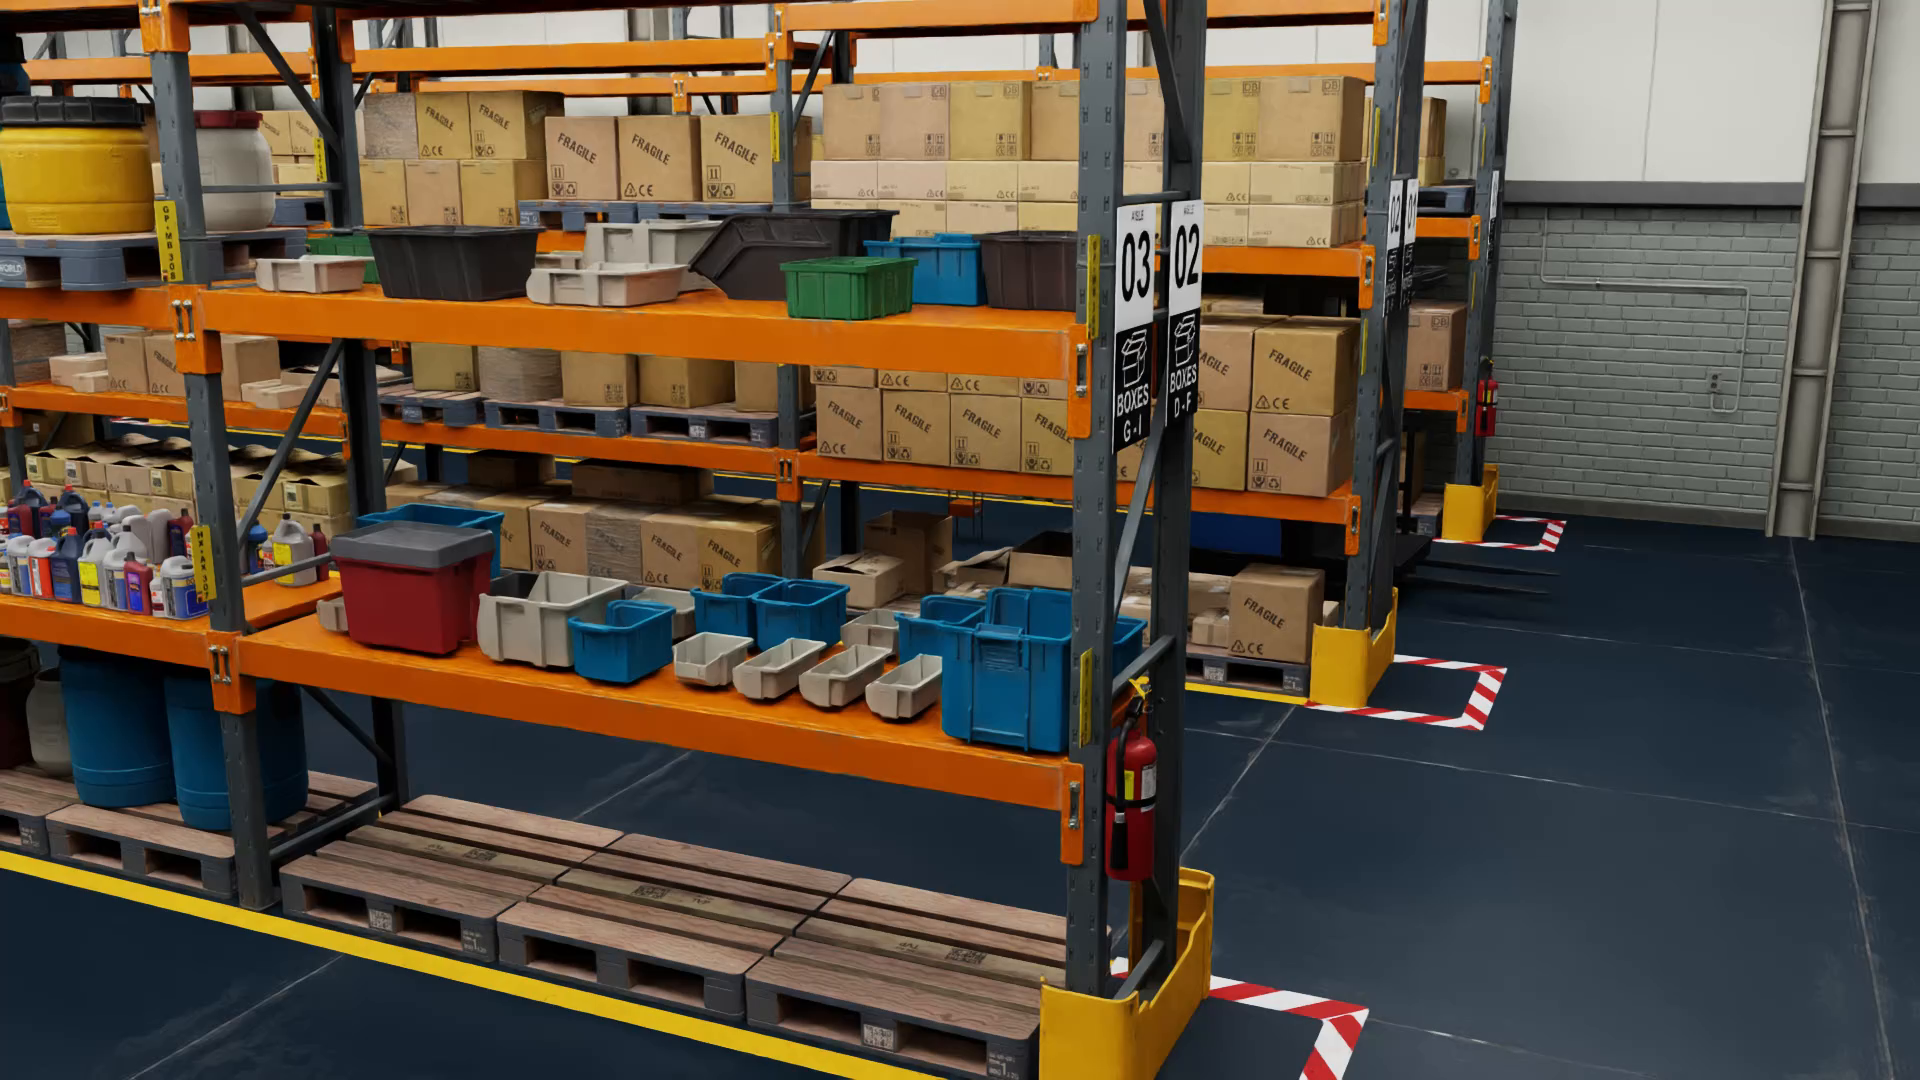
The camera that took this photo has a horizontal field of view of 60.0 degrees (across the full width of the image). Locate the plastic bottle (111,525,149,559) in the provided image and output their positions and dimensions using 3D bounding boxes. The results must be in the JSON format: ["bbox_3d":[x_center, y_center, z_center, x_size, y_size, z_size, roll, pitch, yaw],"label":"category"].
[{"bbox_3d":[-3.942,0.100,7.871,0.185,0.351,0.144,6,14,23],"label":"plastic bottle"}]

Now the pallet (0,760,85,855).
[{"bbox_3d":[-4.835,1.288,8.806,1.213,0.211,1.003,6,14,23],"label":"pallet"}]

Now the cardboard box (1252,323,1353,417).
[{"bbox_3d":[2.121,-1.061,10.301,0.500,0.500,0.500,6,14,23],"label":"cardboard box"}]

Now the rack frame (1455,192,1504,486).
[{"bbox_3d":[4.643,-1.576,14.907,0.127,3.000,1.000,6,14,23],"label":"rack frame"}]

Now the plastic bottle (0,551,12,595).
[{"bbox_3d":[-4.554,0.153,7.974,0.097,0.201,0.097,0,13,0],"label":"plastic bottle"}]

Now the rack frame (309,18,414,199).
[{"bbox_3d":[-4.675,-4.202,12.965,0.127,3.000,1.000,6,14,23],"label":"rack frame"}]

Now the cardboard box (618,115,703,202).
[{"bbox_3d":[-2.068,-2.793,12.167,0.600,0.600,0.600,6,14,23],"label":"cardboard box"}]

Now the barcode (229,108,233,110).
[{"bbox_3d":[-9.134,-5.384,20.845,0.075,0.075,0.001,6,14,23],"label":"barcode"}]

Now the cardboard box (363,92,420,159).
[{"bbox_3d":[-4.278,-3.236,13.005,0.500,0.500,0.500,6,14,23],"label":"cardboard box"}]

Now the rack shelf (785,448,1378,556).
[{"bbox_3d":[0.811,-0.376,11.367,4.000,0.370,1.077,6,14,23],"label":"rack shelf"}]

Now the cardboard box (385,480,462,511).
[{"bbox_3d":[-4.374,-0.177,13.452,0.500,0.500,0.500,6,15,26],"label":"cardboard box"}]

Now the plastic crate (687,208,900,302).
[{"bbox_3d":[-0.656,-1.136,6.600,0.767,0.338,0.504,6,14,23],"label":"plastic crate"}]

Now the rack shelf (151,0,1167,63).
[{"bbox_3d":[-1.199,-2.068,6.320,4.000,0.370,1.077,6,14,23],"label":"rack shelf"}]

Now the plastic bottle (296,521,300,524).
[{"bbox_3d":[-3.312,0.044,8.256,0.133,0.283,0.061,6,14,23],"label":"plastic bottle"}]

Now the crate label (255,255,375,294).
[{"bbox_3d":[-2.697,-1.104,6.903,0.466,0.136,0.293,6,14,23],"label":"crate label"}]

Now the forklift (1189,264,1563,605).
[{"bbox_3d":[3.112,-1.049,12.810,3.031,2.935,1.130,7,15,27],"label":"forklift"}]

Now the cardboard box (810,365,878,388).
[{"bbox_3d":[-0.701,-1.345,11.512,0.500,0.500,0.500,6,15,25],"label":"cardboard box"}]

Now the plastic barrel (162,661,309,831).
[{"bbox_3d":[-3.518,0.886,8.087,0.708,0.901,0.600,6,14,23],"label":"plastic barrel"}]

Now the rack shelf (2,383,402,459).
[{"bbox_3d":[-6.503,-1.117,14.522,4.000,0.370,1.077,6,14,23],"label":"rack shelf"}]

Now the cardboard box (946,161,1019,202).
[{"bbox_3d":[0.237,-2.351,10.875,0.500,0.250,0.500,6,14,23],"label":"cardboard box"}]

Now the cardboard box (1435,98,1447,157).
[{"bbox_3d":[4.073,-3.700,14.939,0.500,0.500,0.500,5,14,21],"label":"cardboard box"}]

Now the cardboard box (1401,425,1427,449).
[{"bbox_3d":[4.158,-0.954,15.386,0.250,0.149,0.380,6,14,24],"label":"cardboard box"}]

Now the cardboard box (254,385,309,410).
[{"bbox_3d":[-5.609,-1.185,13.788,0.250,0.149,0.380,6,14,23],"label":"cardboard box"}]

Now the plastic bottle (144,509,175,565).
[{"bbox_3d":[-4.143,-0.025,8.567,0.135,0.276,0.152,6,14,23],"label":"plastic bottle"}]

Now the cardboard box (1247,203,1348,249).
[{"bbox_3d":[2.063,-1.921,10.139,0.500,0.250,0.500,6,14,23],"label":"cardboard box"}]

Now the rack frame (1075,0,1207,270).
[{"bbox_3d":[0.630,-2.428,5.403,0.127,3.000,1.000,6,14,23],"label":"rack frame"}]

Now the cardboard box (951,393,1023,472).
[{"bbox_3d":[0.264,-0.763,11.220,0.500,0.500,0.500,6,14,23],"label":"cardboard box"}]

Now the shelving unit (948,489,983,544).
[{"bbox_3d":[0.049,-0.506,14.614,0.252,1.050,0.215,6,14,23],"label":"shelving unit"}]

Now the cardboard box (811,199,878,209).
[{"bbox_3d":[-0.673,-2.202,11.336,0.500,0.250,0.500,6,14,23],"label":"cardboard box"}]

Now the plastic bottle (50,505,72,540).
[{"bbox_3d":[-4.686,-0.049,8.677,0.097,0.271,0.097,0,13,0],"label":"plastic bottle"}]

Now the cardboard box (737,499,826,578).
[{"bbox_3d":[-1.361,-0.004,12.716,0.500,0.500,0.500,5,14,21],"label":"cardboard box"}]

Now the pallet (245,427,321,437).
[{"bbox_3d":[-8.077,-1.497,20.671,1.213,0.211,1.003,6,14,23],"label":"pallet"}]

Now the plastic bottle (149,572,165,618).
[{"bbox_3d":[-3.636,0.245,7.578,0.097,0.201,0.097,0,13,0],"label":"plastic bottle"}]

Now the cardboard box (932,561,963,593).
[{"bbox_3d":[-0.014,0.278,12.282,0.250,0.149,0.380,6,14,23],"label":"cardboard box"}]

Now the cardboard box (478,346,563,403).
[{"bbox_3d":[-3.294,-1.376,12.913,0.500,0.500,0.700,9,16,34],"label":"cardboard box"}]

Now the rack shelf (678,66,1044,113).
[{"bbox_3d":[-0.843,-4.507,16.716,4.000,0.370,1.077,6,14,23],"label":"rack shelf"}]

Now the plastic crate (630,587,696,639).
[{"bbox_3d":[-1.313,0.320,7.270,0.466,0.136,0.293,6,14,23],"label":"plastic crate"}]

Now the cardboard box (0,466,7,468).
[{"bbox_3d":[-9.298,-0.563,15.689,0.500,0.250,0.500,6,14,23],"label":"cardboard box"}]

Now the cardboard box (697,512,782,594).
[{"bbox_3d":[-1.585,0.105,12.248,0.500,0.500,0.500,6,14,23],"label":"cardboard box"}]

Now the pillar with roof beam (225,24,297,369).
[{"bbox_3d":[-10.739,-5.194,17.193,0.400,9.000,9.100,6,14,23],"label":"pillar with roof beam"}]

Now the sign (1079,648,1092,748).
[{"bbox_3d":[0.422,0.530,5.574,0.005,0.325,0.100,6,14,23],"label":"sign"}]

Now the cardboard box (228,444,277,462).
[{"bbox_3d":[-6.454,-0.672,14.926,0.500,0.311,0.500,6,14,23],"label":"cardboard box"}]

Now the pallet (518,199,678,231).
[{"bbox_3d":[-2.535,-2.451,12.478,1.003,0.211,1.213,6,14,23],"label":"pallet"}]

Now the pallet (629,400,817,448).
[{"bbox_3d":[-1.704,-0.915,12.508,1.213,0.211,1.003,6,14,23],"label":"pallet"}]

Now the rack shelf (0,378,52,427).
[{"bbox_3d":[-10.160,-1.487,16.099,4.000,0.370,1.077,6,14,23],"label":"rack shelf"}]

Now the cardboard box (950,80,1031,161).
[{"bbox_3d":[0.302,-2.749,10.932,0.500,0.500,0.700,6,14,23],"label":"cardboard box"}]

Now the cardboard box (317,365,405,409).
[{"bbox_3d":[-4.990,-1.281,13.843,0.500,0.311,0.500,7,15,27],"label":"cardboard box"}]

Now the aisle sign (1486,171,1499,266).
[{"bbox_3d":[4.587,-2.773,14.315,0.004,0.787,0.394,6,14,23],"label":"aisle sign"}]

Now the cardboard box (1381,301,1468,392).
[{"bbox_3d":[4.172,-1.768,15.065,0.700,0.700,0.980,7,15,26],"label":"cardboard box"}]

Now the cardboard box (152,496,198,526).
[{"bbox_3d":[-6.657,-0.286,14.509,0.500,0.250,0.500,6,15,24],"label":"cardboard box"}]

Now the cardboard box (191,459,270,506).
[{"bbox_3d":[-6.192,-0.512,14.241,0.500,0.311,0.500,6,14,23],"label":"cardboard box"}]

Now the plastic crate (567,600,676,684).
[{"bbox_3d":[-1.352,0.409,6.682,0.300,0.233,0.416,6,14,23],"label":"plastic crate"}]

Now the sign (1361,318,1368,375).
[{"bbox_3d":[2.397,-1.145,9.842,0.005,0.325,0.100,6,14,23],"label":"sign"}]

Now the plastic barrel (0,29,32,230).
[{"bbox_3d":[-4.650,-1.912,7.755,0.708,0.901,0.600,6,14,23],"label":"plastic barrel"}]

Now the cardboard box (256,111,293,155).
[{"bbox_3d":[-7.884,-4.777,19.528,0.500,0.500,0.500,5,14,21],"label":"cardboard box"}]
